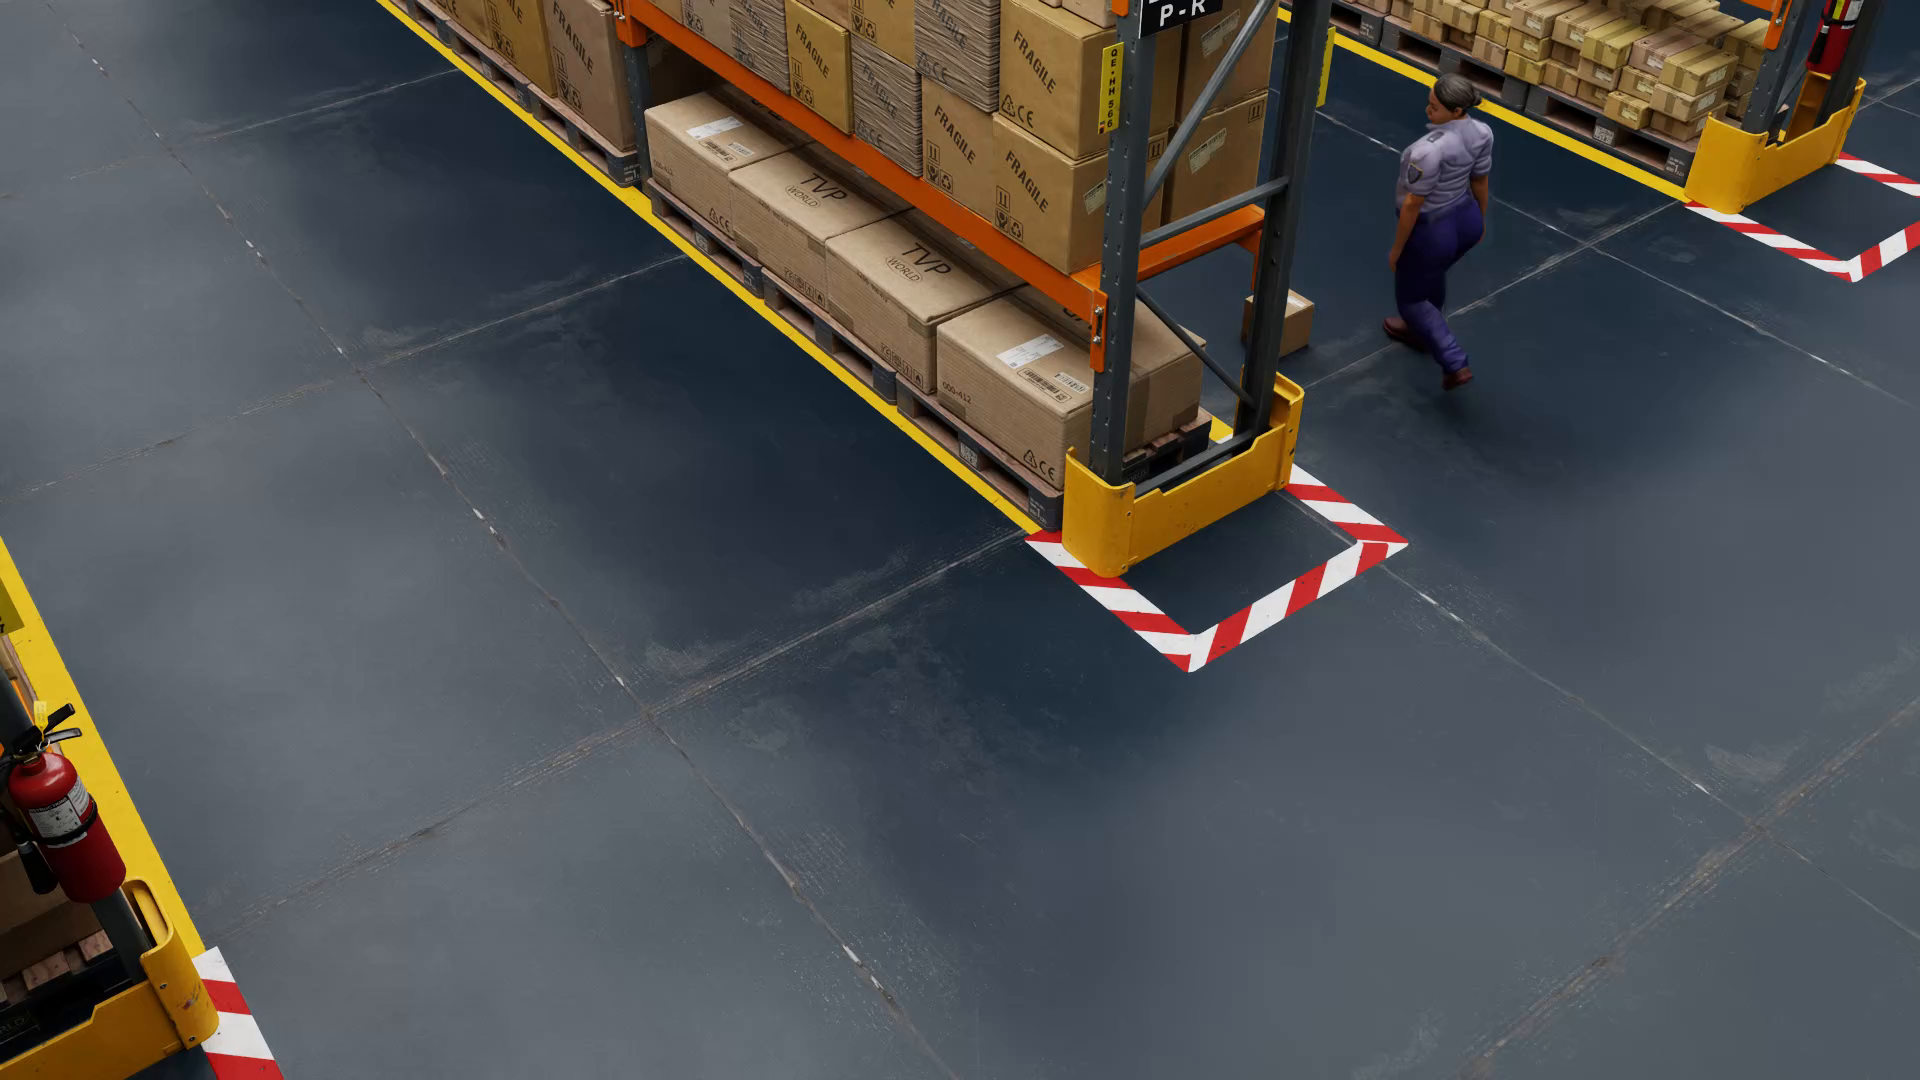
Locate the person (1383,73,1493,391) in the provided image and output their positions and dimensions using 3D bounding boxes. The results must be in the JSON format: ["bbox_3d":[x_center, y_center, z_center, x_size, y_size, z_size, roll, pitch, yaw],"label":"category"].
[{"bbox_3d":[2.291,-1.466,7.892,0.587,1.590,0.776,-21,45,-23],"label":"person"}]
